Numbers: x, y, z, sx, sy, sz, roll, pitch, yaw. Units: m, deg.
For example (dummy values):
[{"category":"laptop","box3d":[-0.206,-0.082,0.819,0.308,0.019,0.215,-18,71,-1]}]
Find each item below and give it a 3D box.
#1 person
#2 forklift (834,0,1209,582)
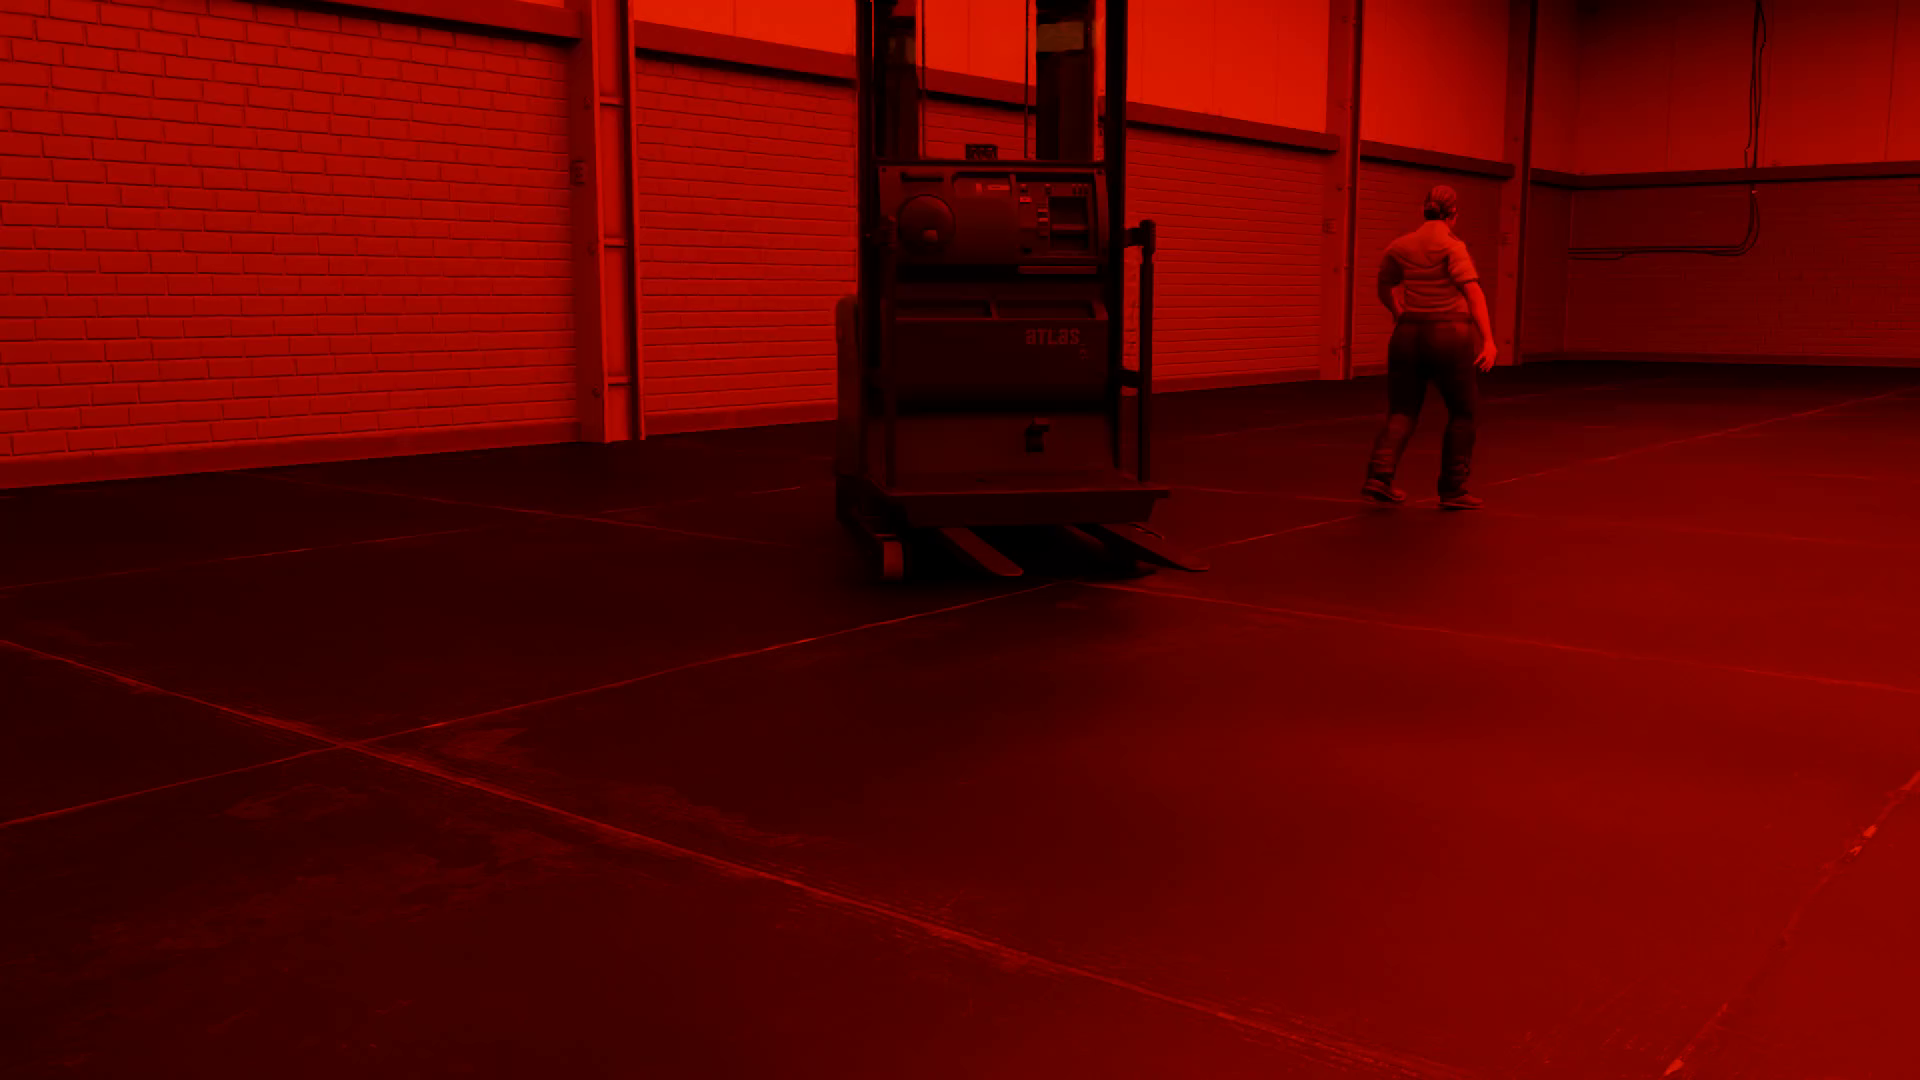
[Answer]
[{"category":"person","box3d":[2.395,-0.958,8.373,0.690,1.628,0.849,-8,11,-42]},{"category":"forklift","box3d":[0.177,-1.344,6.467,1.130,2.935,3.031,-2,8,-10]}]
